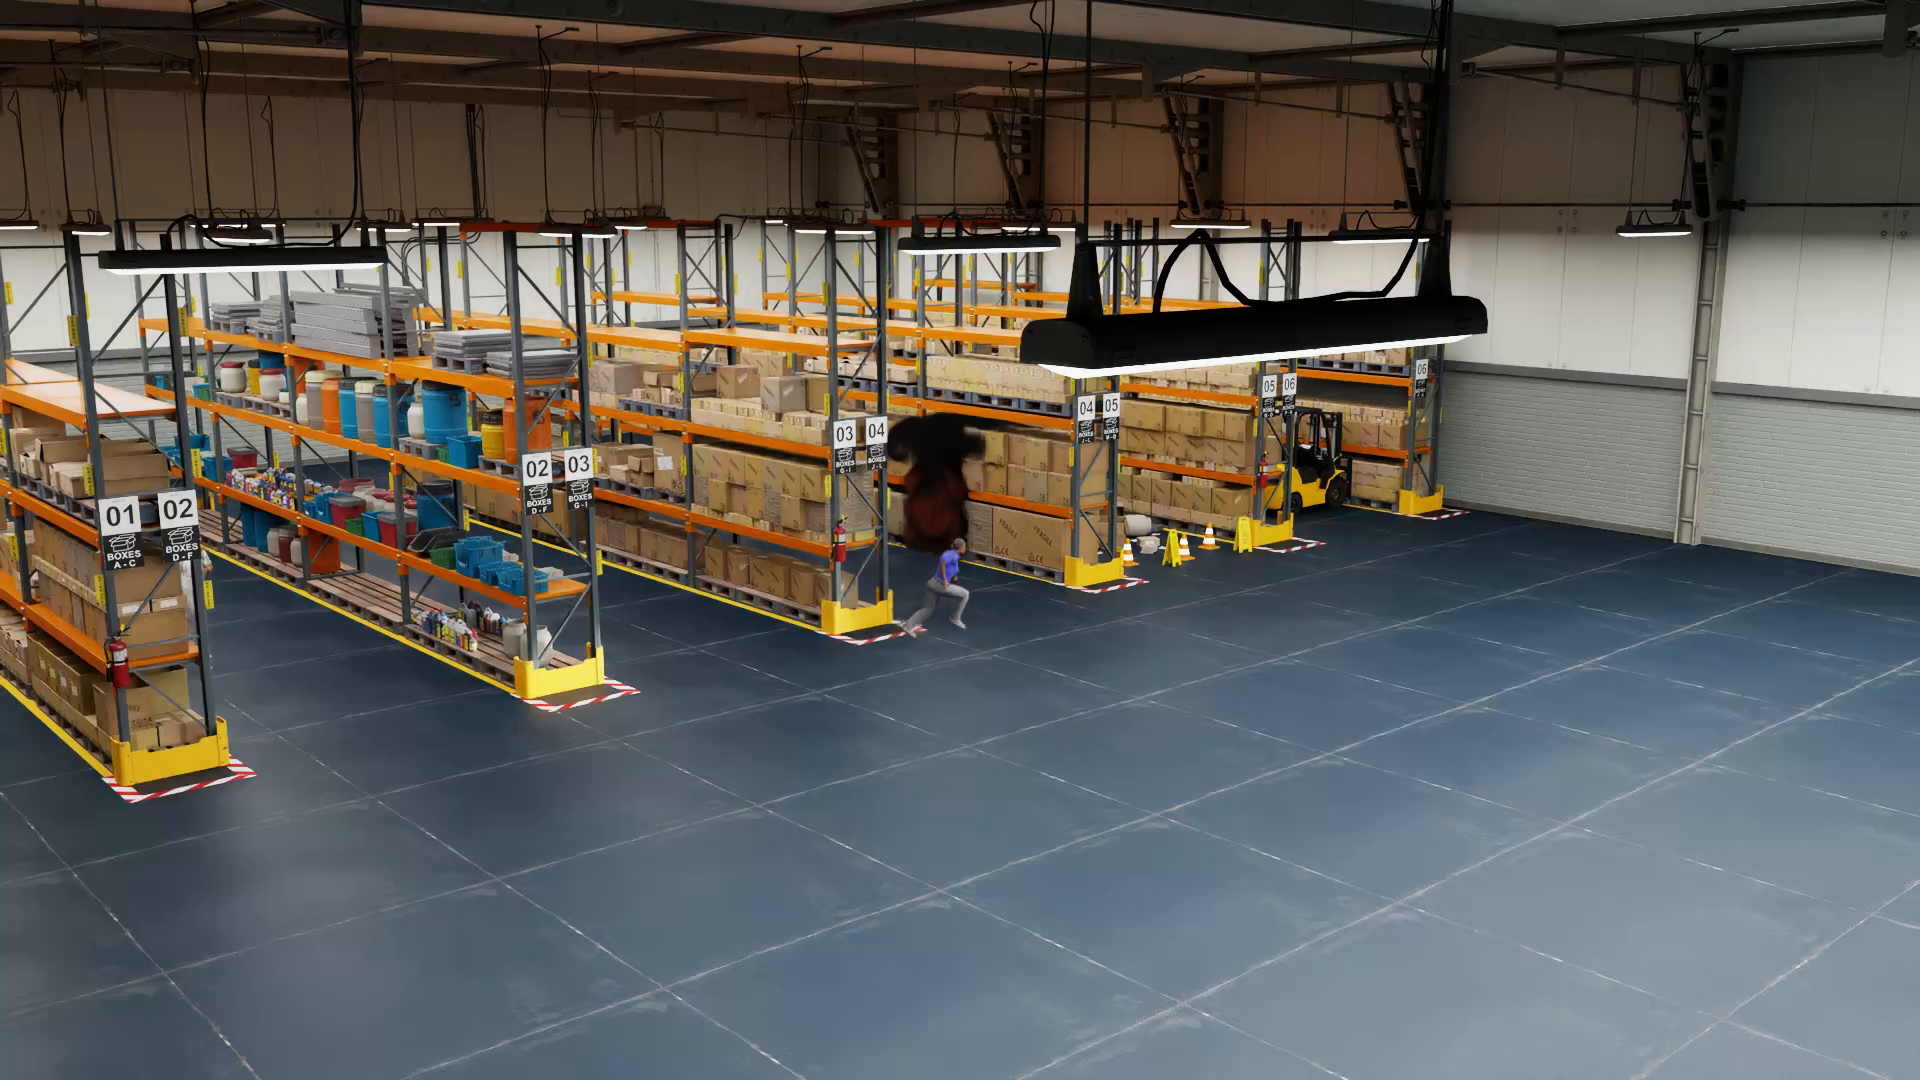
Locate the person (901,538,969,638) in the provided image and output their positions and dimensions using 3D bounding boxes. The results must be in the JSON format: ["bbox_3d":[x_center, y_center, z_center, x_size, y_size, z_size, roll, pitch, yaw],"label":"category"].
[{"bbox_3d":[-0.371,0.722,24.202,1.004,1.473,0.617,-2,12,-11],"label":"person"}]

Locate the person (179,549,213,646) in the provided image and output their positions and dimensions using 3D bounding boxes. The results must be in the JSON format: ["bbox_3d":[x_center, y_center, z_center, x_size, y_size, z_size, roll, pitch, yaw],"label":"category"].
[{"bbox_3d":[-11.173,0.721,24.137,0.697,1.712,0.600,8,14,35],"label":"person"}]
